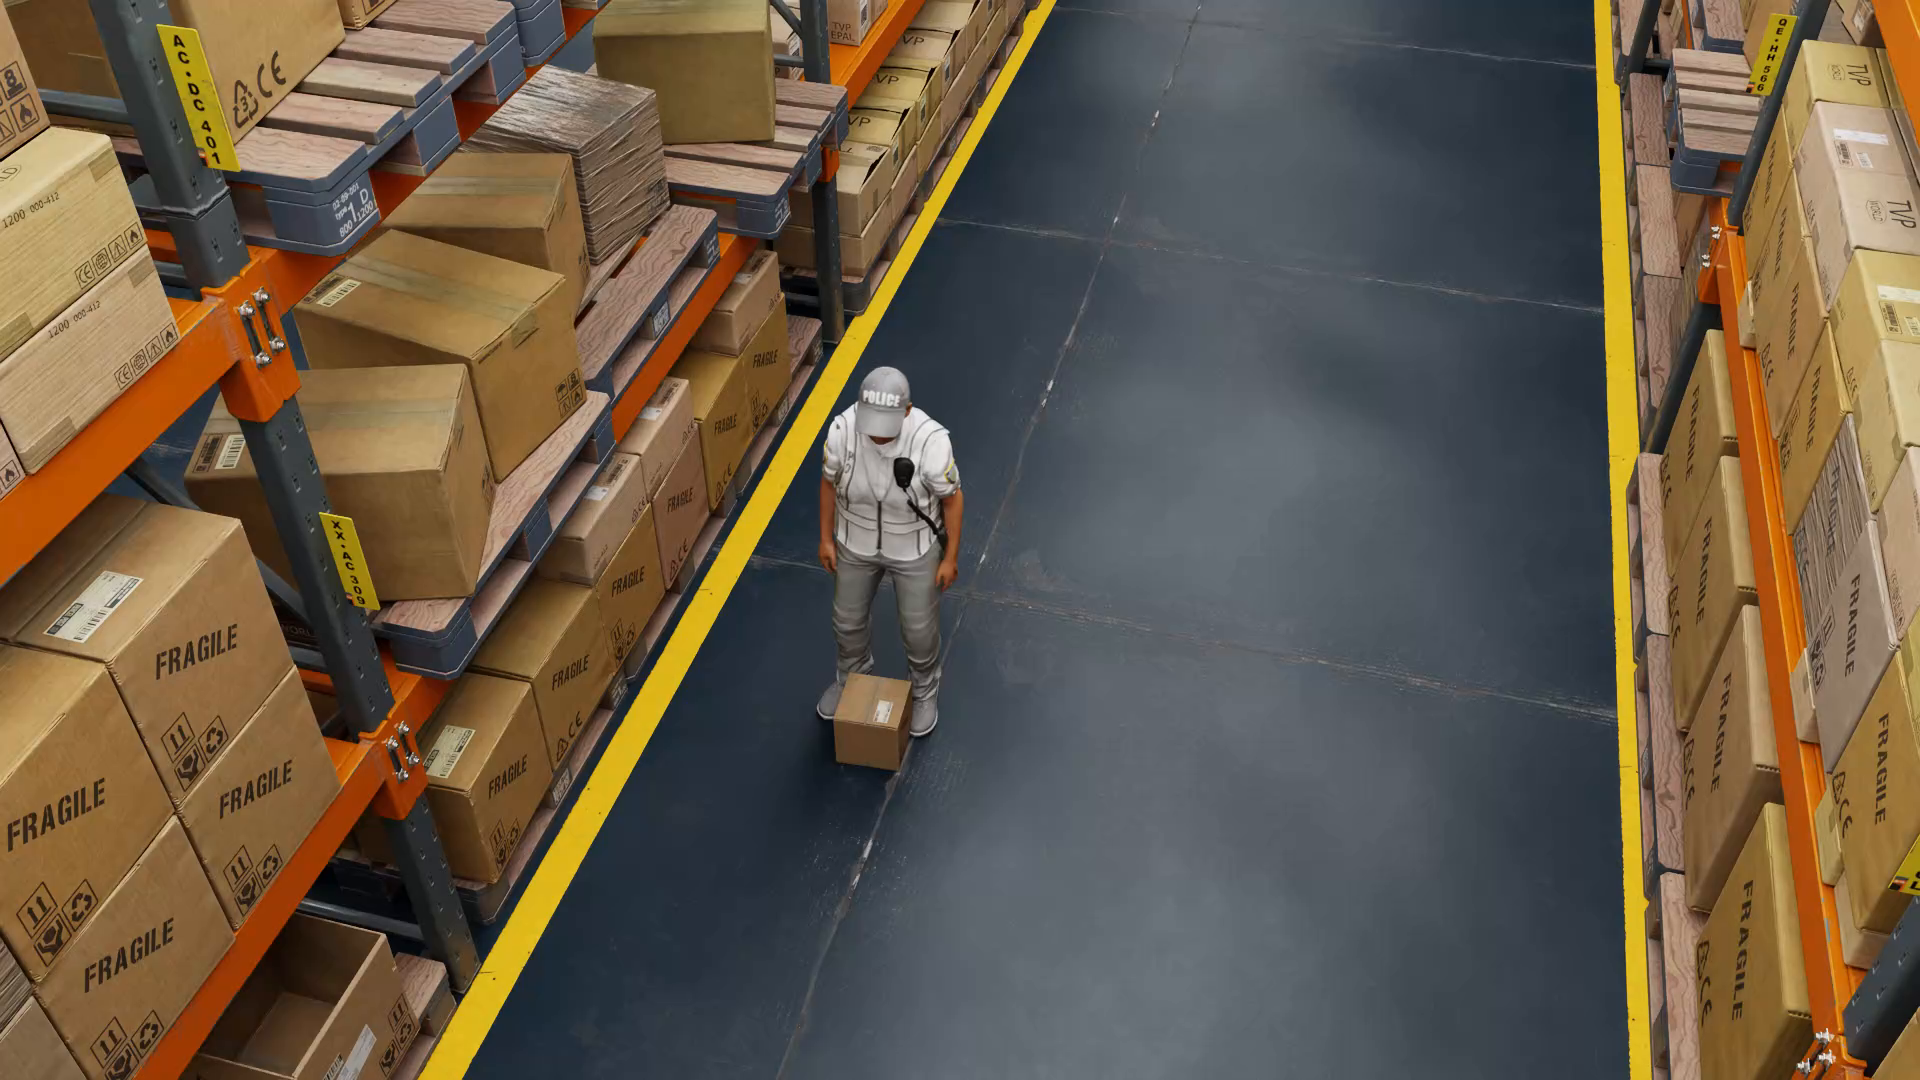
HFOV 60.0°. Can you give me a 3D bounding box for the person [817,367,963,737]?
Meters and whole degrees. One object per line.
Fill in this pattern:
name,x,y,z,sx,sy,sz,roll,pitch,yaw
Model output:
person,-0.274,0.031,6.117,0.563,1.667,0.463,9,42,10
